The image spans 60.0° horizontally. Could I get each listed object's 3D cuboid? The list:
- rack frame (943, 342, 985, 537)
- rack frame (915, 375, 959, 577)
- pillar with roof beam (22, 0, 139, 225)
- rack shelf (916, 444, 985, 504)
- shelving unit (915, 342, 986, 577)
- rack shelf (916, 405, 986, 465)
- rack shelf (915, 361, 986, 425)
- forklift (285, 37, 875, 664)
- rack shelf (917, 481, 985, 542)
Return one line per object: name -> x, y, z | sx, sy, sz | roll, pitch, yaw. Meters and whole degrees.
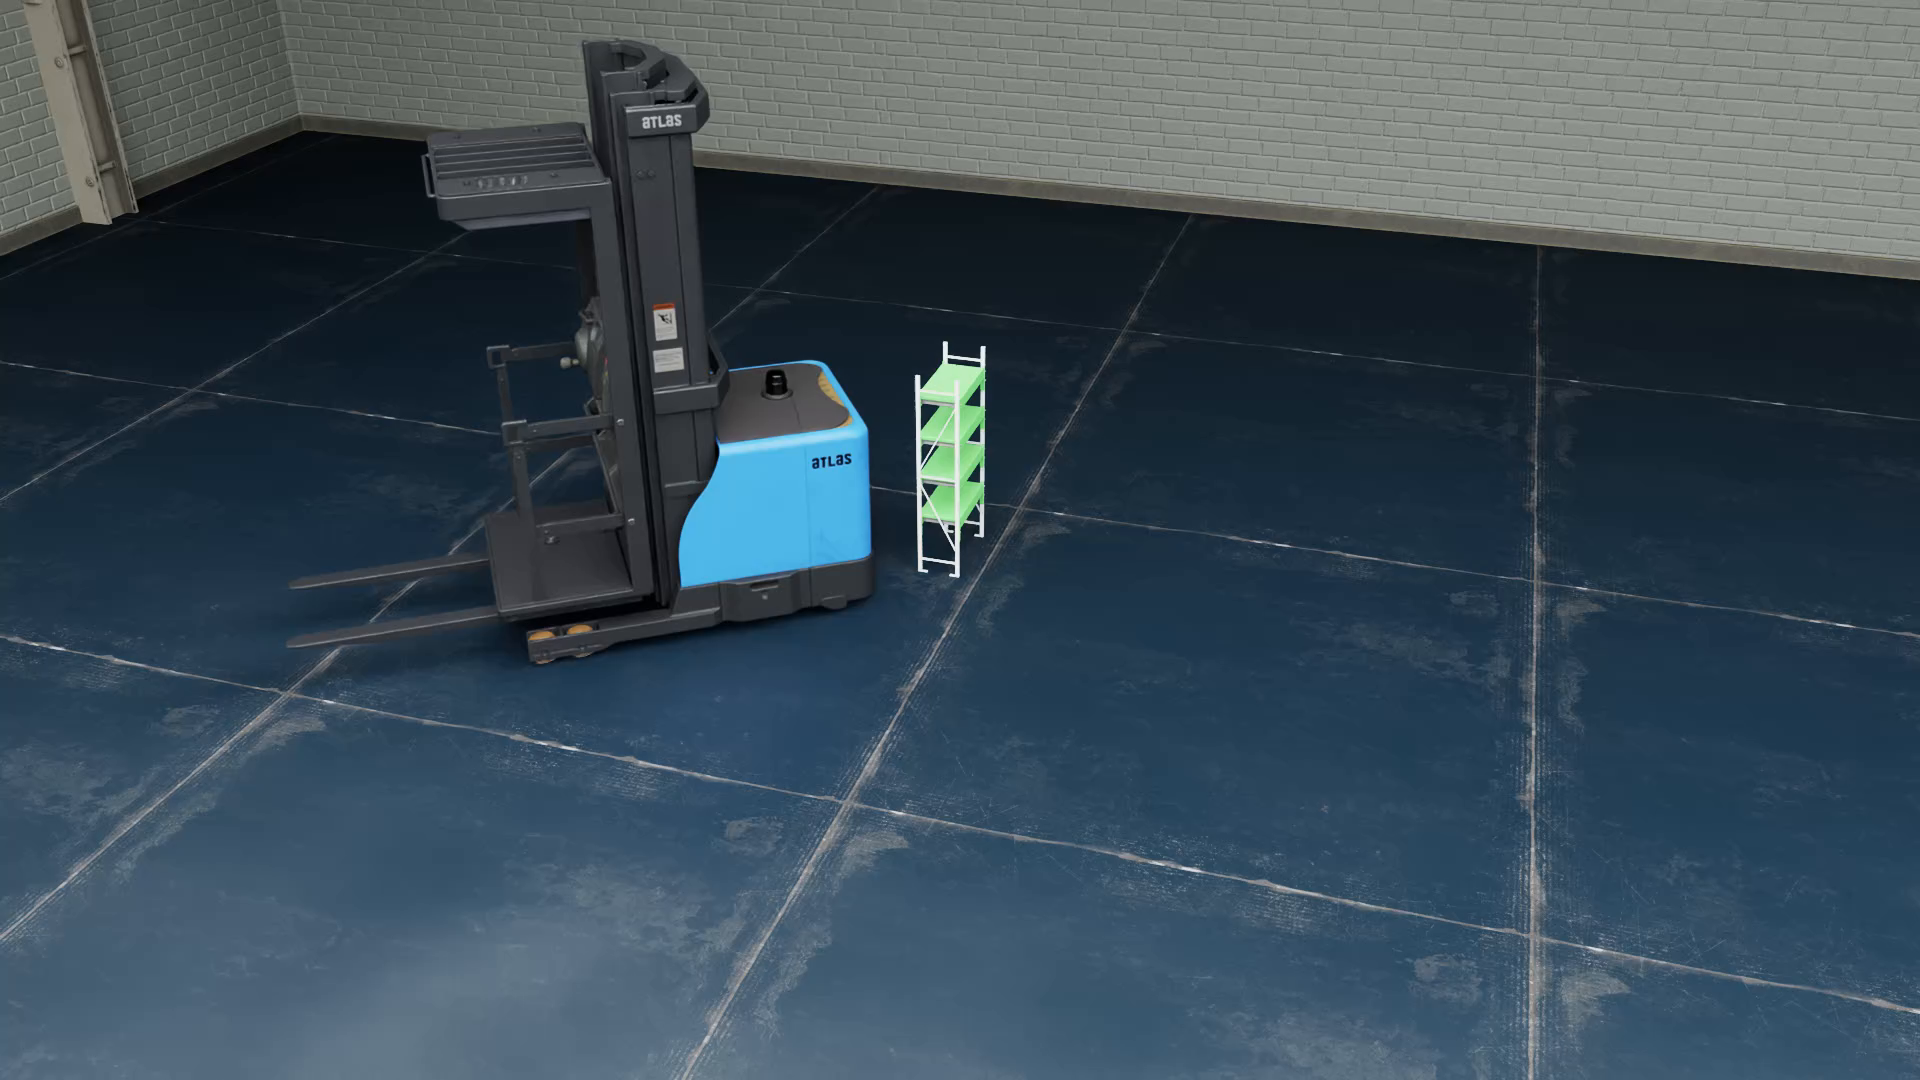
rack frame -> 0.023, -0.561, 9.524 | 0.240, 1.200, 0.015 | 8, 30, 15
rack frame -> -0.120, -0.334, 9.116 | 0.240, 1.200, 0.015 | 8, 30, 15
pillar with roof beam -> -3.550, -6.236, 11.703 | 9.100, 9.000, 0.400 | 8, 30, 15
rack shelf -> -0.049, -0.392, 9.351 | 0.258, 0.148, 0.480 | 8, 30, 15
shelving unit -> -0.049, -0.447, 9.320 | 0.258, 1.200, 0.503 | 8, 30, 15
rack shelf -> -0.049, -0.601, 9.234 | 0.258, 0.148, 0.480 | 8, 30, 15
rack shelf -> -0.049, -0.811, 9.118 | 0.258, 0.148, 0.480 | 8, 30, 15
forklift -> -2.040, -0.930, 8.407 | 3.031, 2.935, 1.130 | -9, 30, -16
rack shelf -> -0.049, -0.182, 9.468 | 0.258, 0.148, 0.480 | 8, 30, 15
